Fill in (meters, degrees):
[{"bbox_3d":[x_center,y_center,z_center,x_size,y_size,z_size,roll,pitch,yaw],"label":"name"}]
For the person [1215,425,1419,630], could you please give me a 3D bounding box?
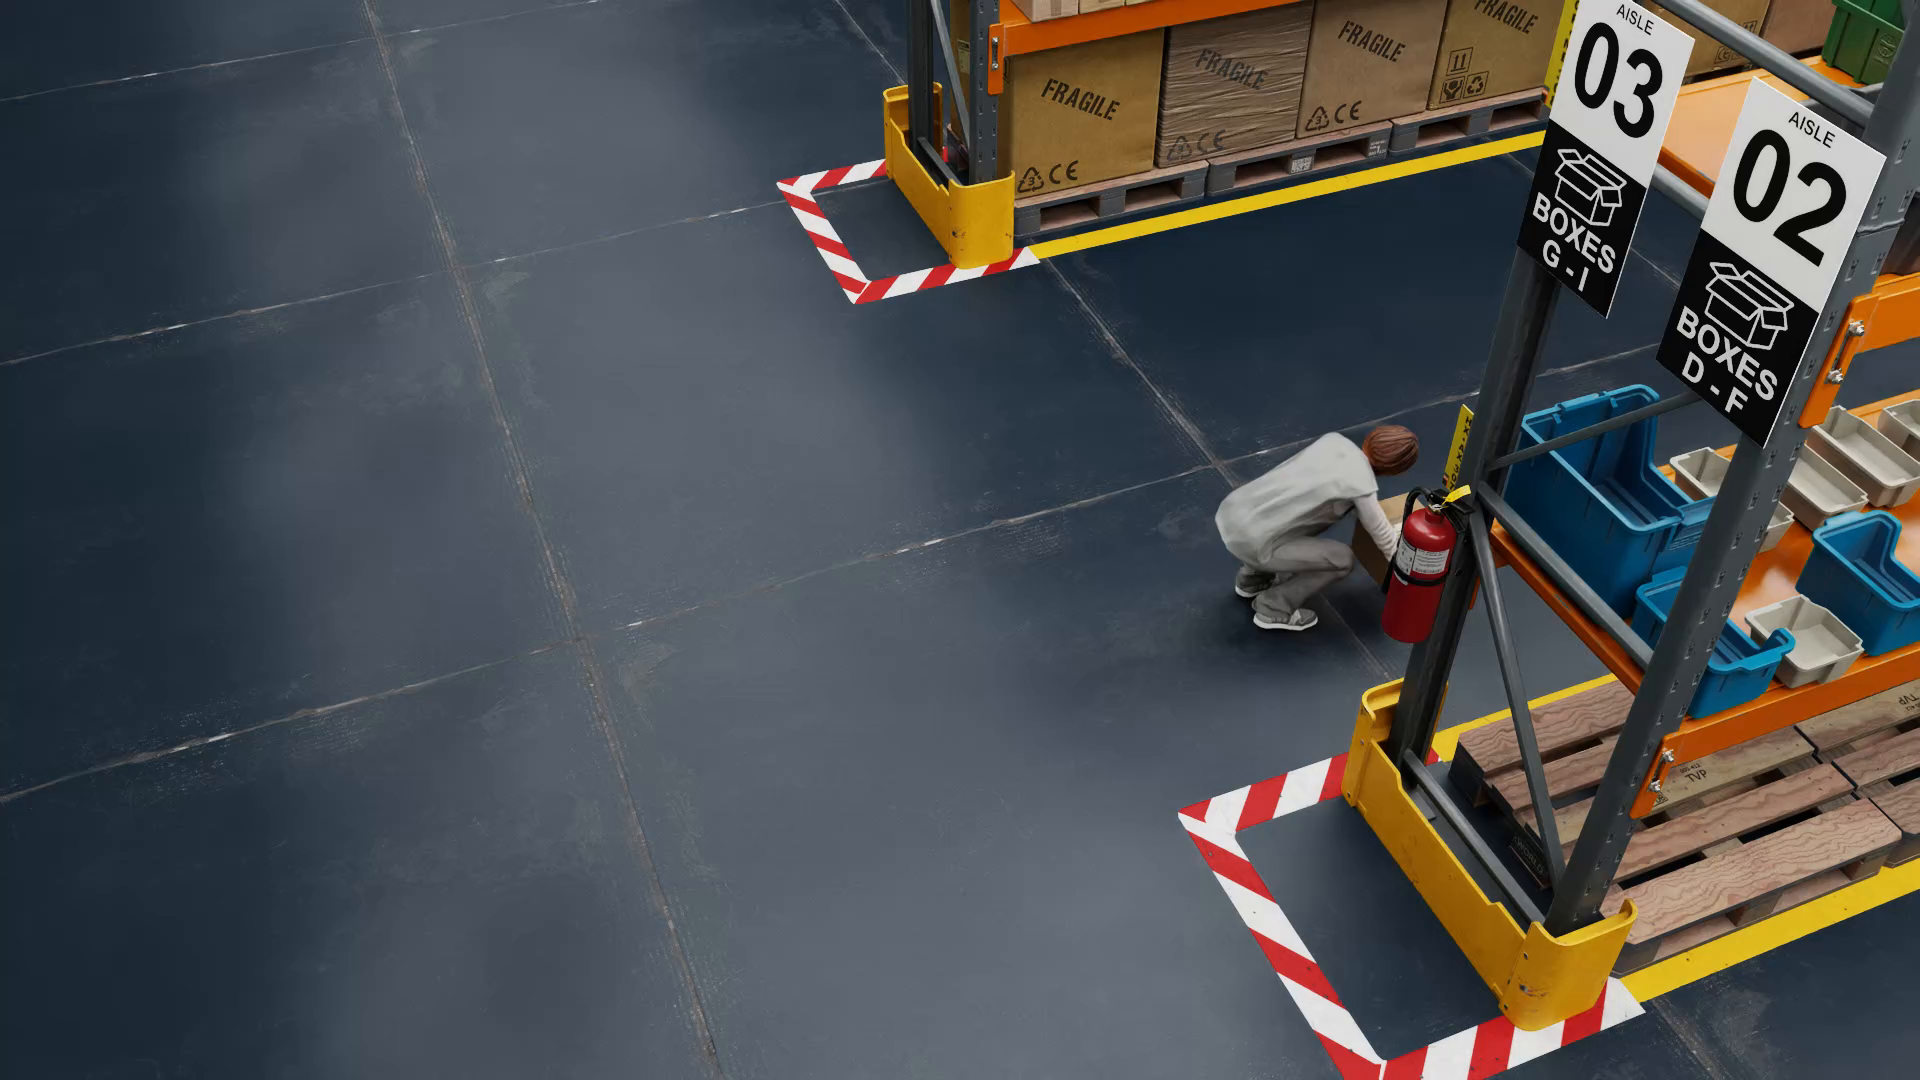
[{"bbox_3d":[1.468,-0.058,6.761,0.888,0.890,0.417,-6,43,-7],"label":"person"}]
